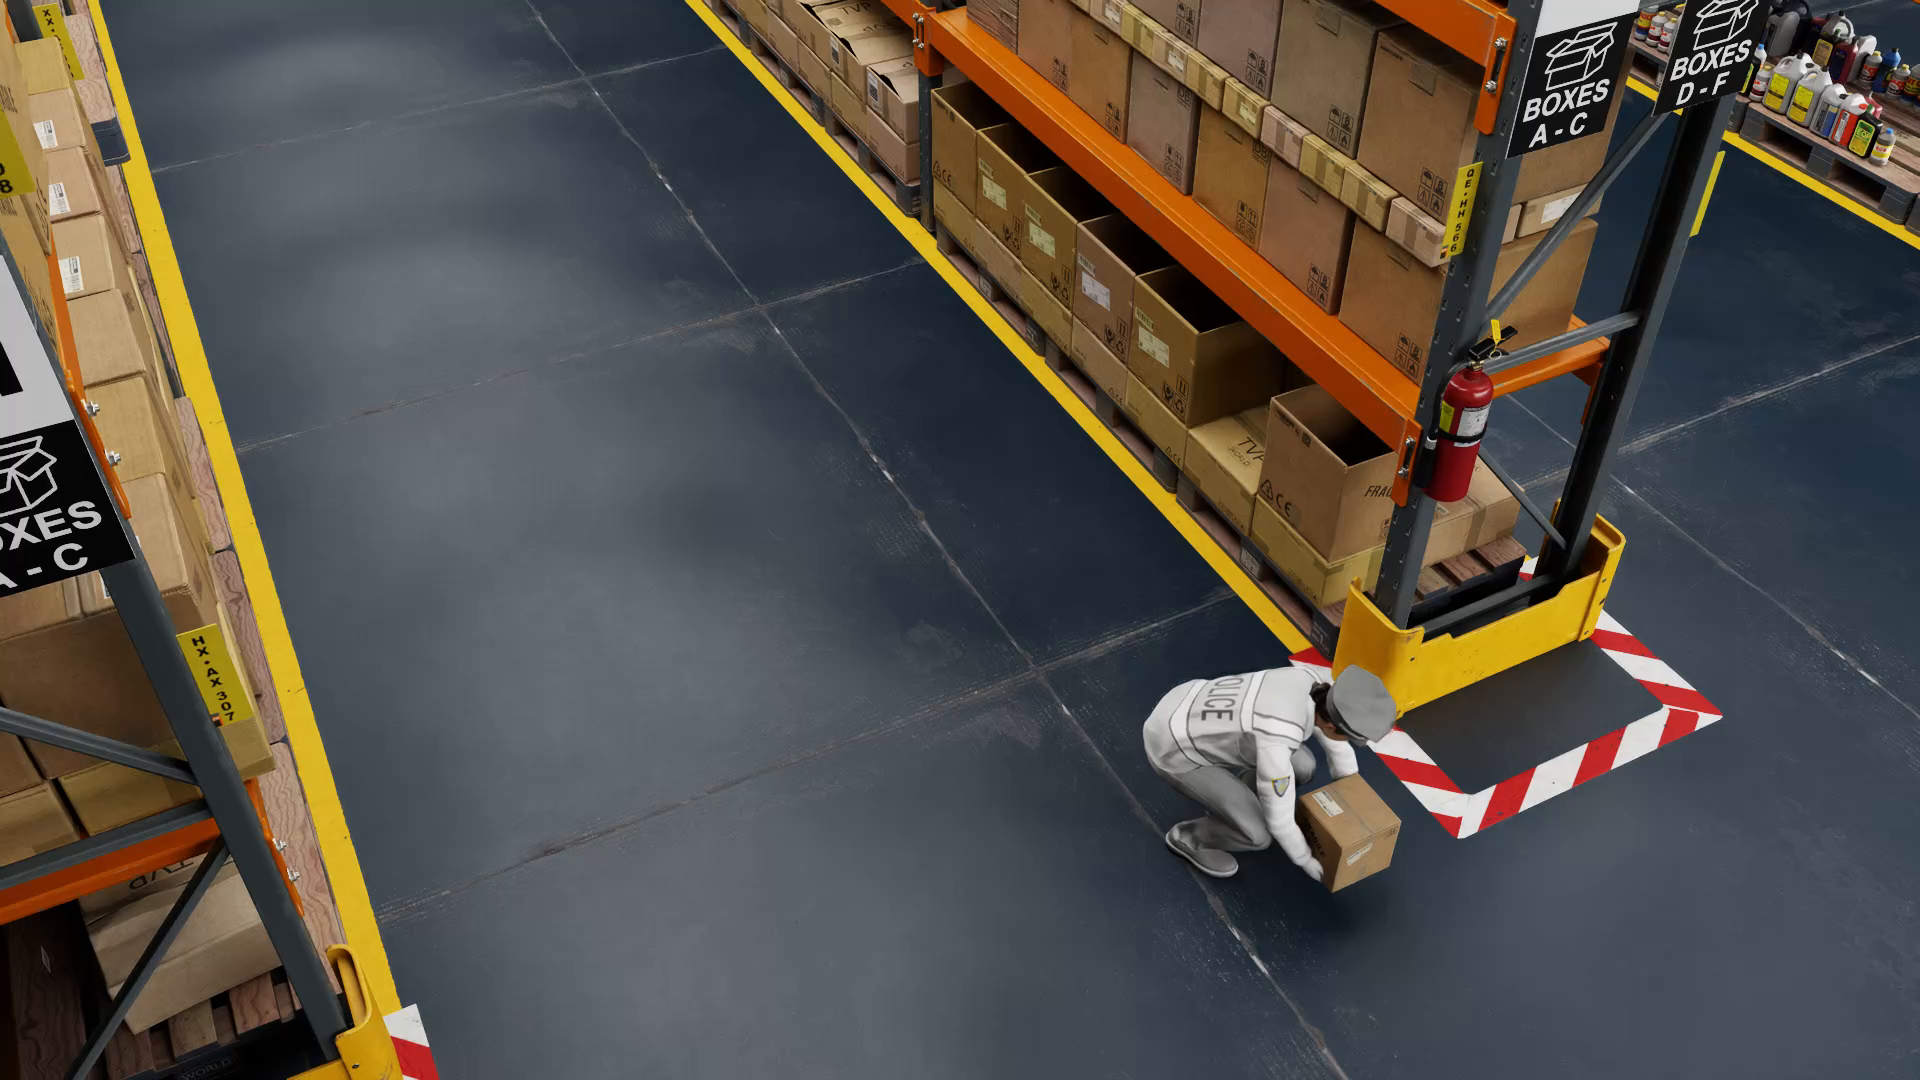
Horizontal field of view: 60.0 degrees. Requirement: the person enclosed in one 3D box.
[{"bbox_3d":[1.062,0.762,5.819,0.831,0.982,0.490,23,47,24],"label":"person"}]
